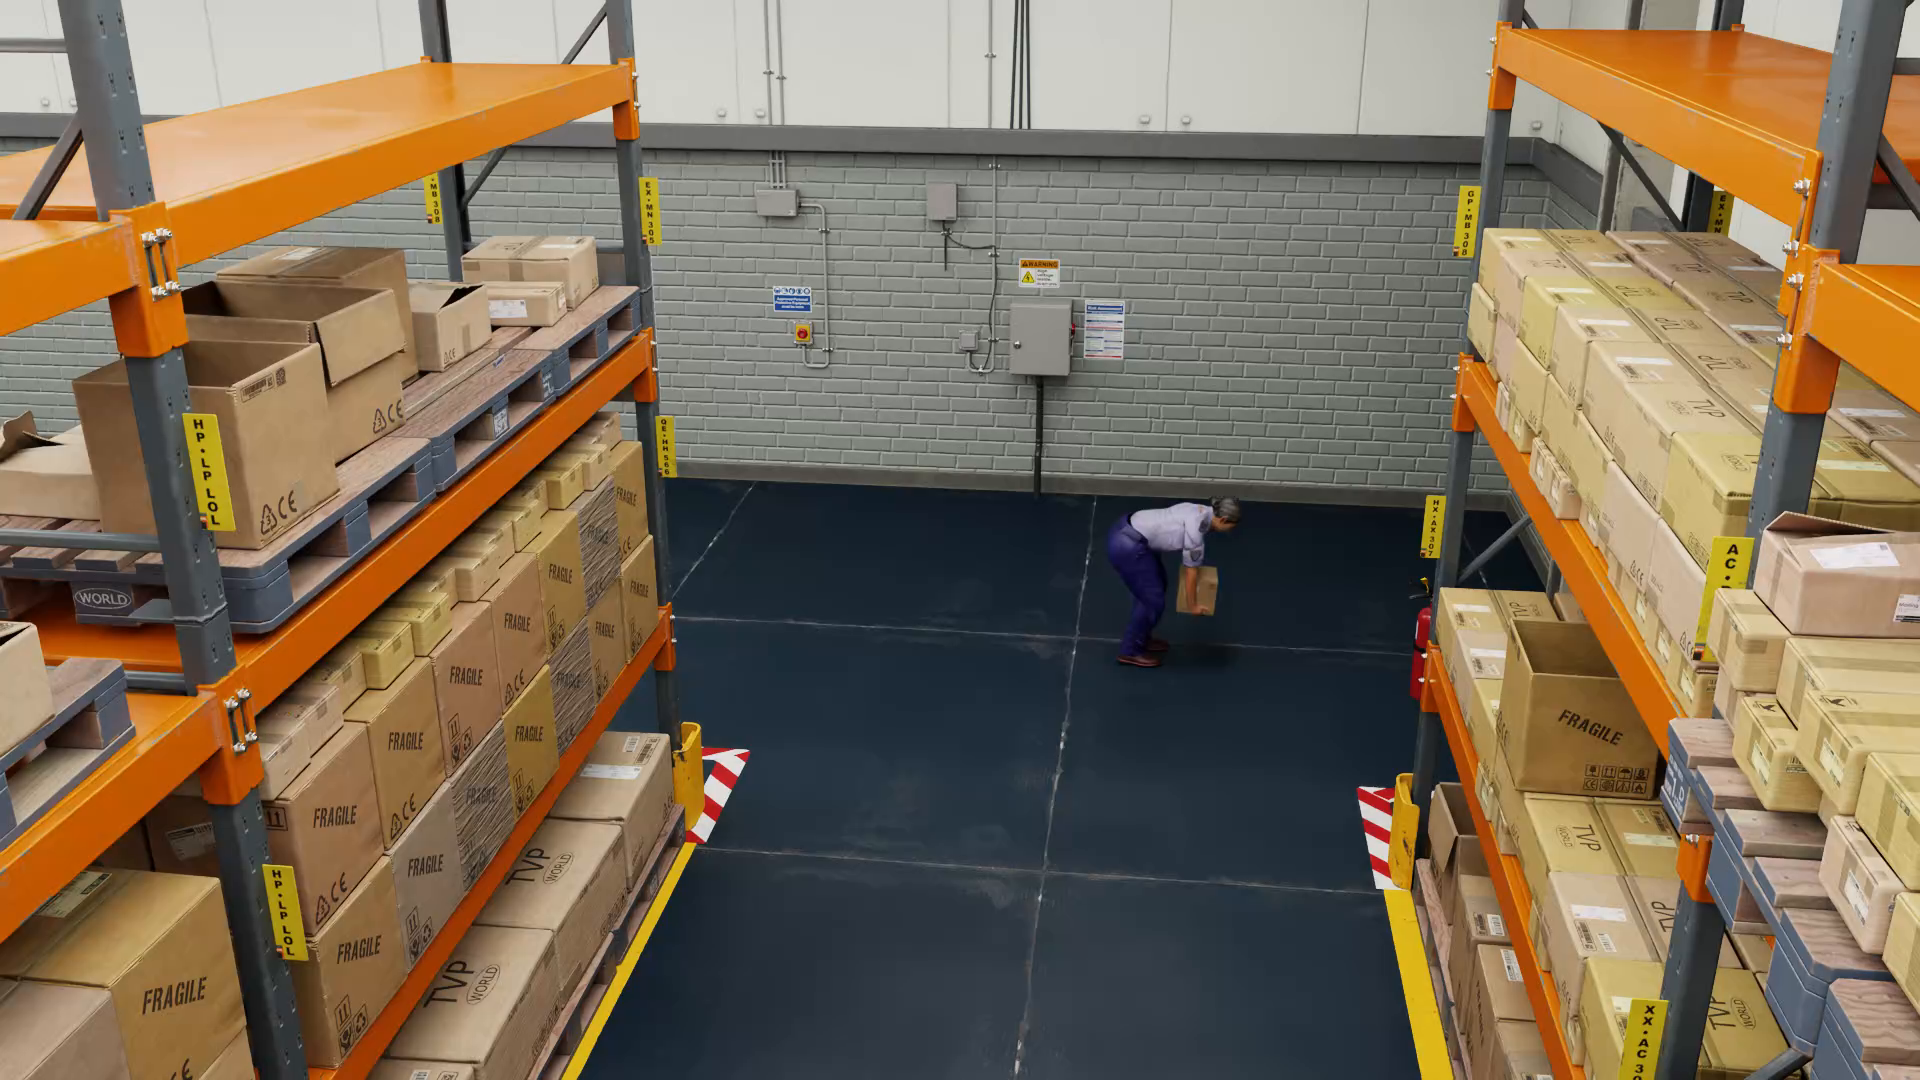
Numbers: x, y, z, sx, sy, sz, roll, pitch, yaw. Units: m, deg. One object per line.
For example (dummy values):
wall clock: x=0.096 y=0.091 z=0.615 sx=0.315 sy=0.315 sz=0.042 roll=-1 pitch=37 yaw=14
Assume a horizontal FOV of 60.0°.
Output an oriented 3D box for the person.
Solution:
person: x=1.419 y=0.260 z=11.128 sx=0.888 sy=1.153 sz=0.455 roll=2 pitch=21 yaw=5
